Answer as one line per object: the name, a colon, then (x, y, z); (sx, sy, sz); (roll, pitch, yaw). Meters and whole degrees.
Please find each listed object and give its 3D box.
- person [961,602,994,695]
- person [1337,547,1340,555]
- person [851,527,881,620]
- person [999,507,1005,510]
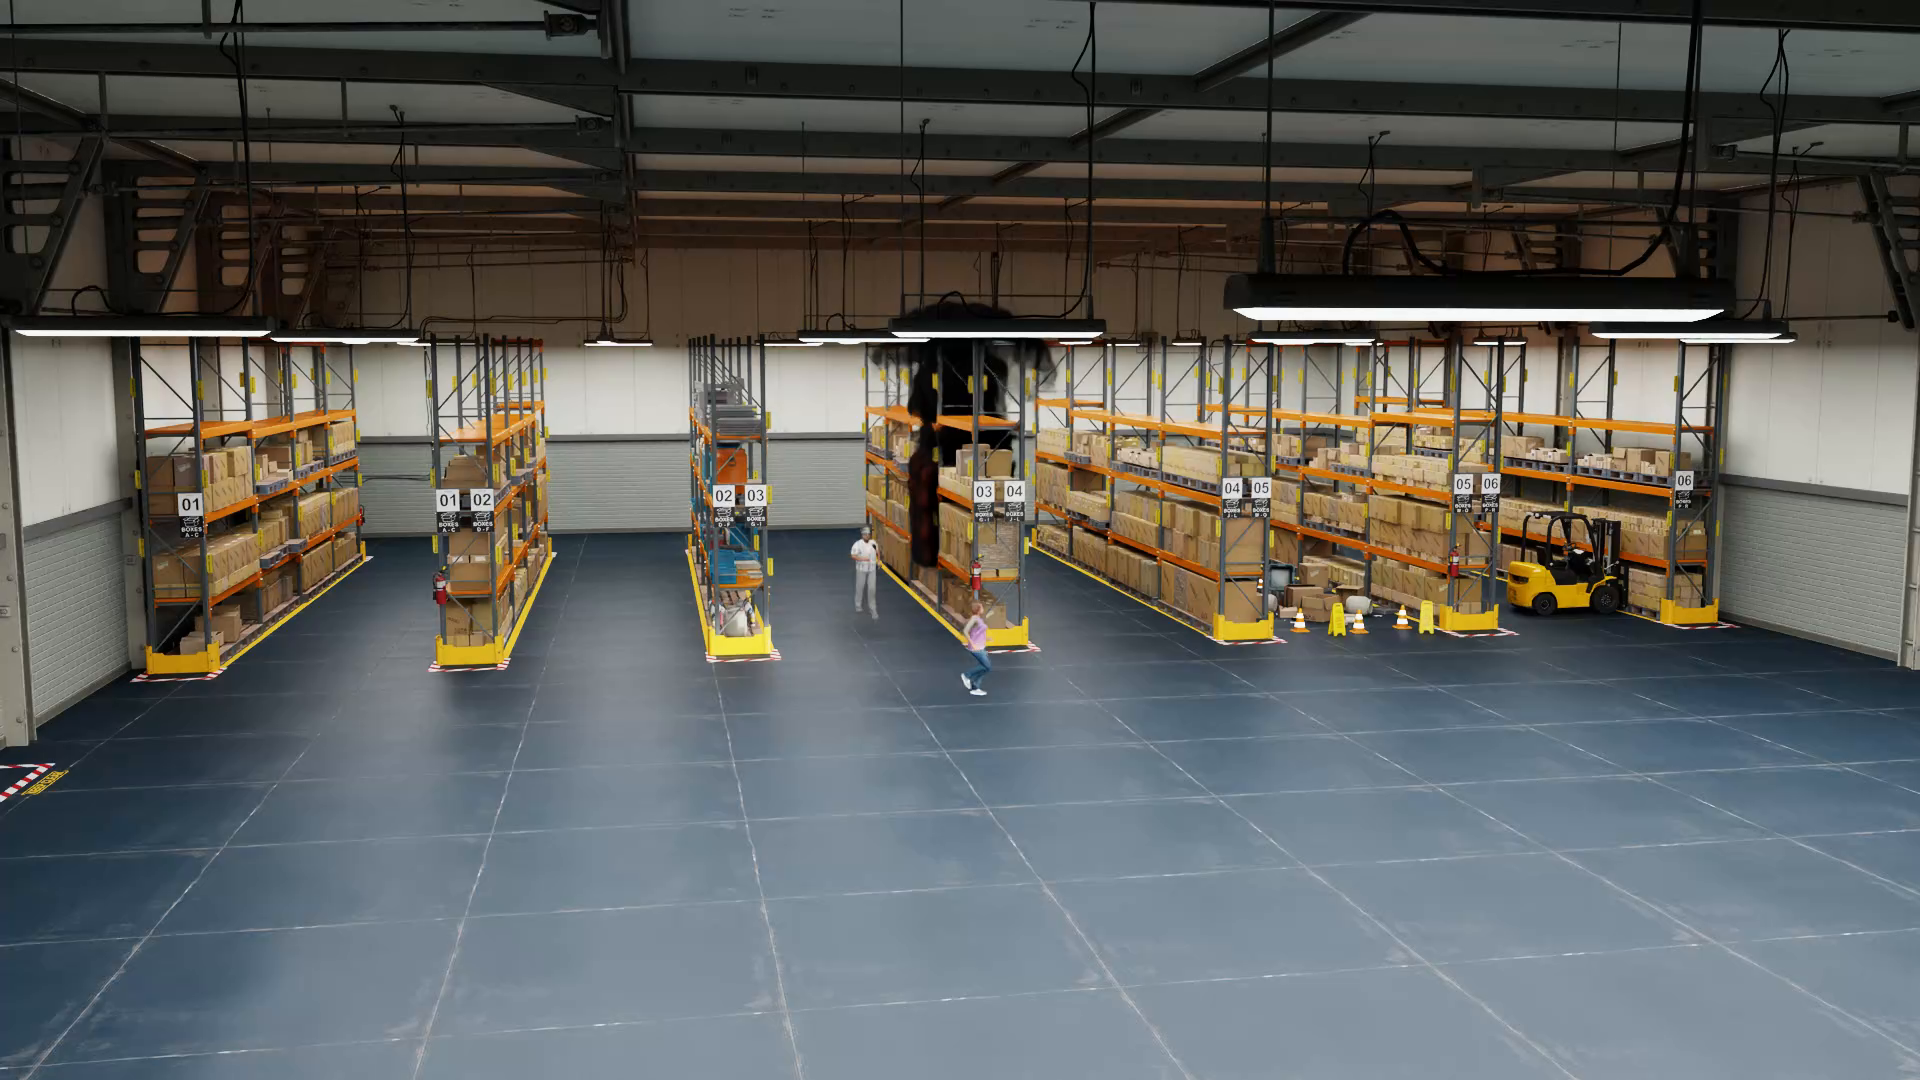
person: (0.295, 1.801, 27.560); (0.544, 1.554, 0.545); (2, 7, 13)
person: (10.133, -0.261, 44.767); (0.655, 1.752, 0.694); (-1, 7, -13)
person: (-1.922, 0.674, 34.164); (0.683, 1.902, 0.754); (-3, 7, -22)
person: (1.264, -0.464, 46.521); (0.605, 1.722, 0.870); (-1, 7, -10)
